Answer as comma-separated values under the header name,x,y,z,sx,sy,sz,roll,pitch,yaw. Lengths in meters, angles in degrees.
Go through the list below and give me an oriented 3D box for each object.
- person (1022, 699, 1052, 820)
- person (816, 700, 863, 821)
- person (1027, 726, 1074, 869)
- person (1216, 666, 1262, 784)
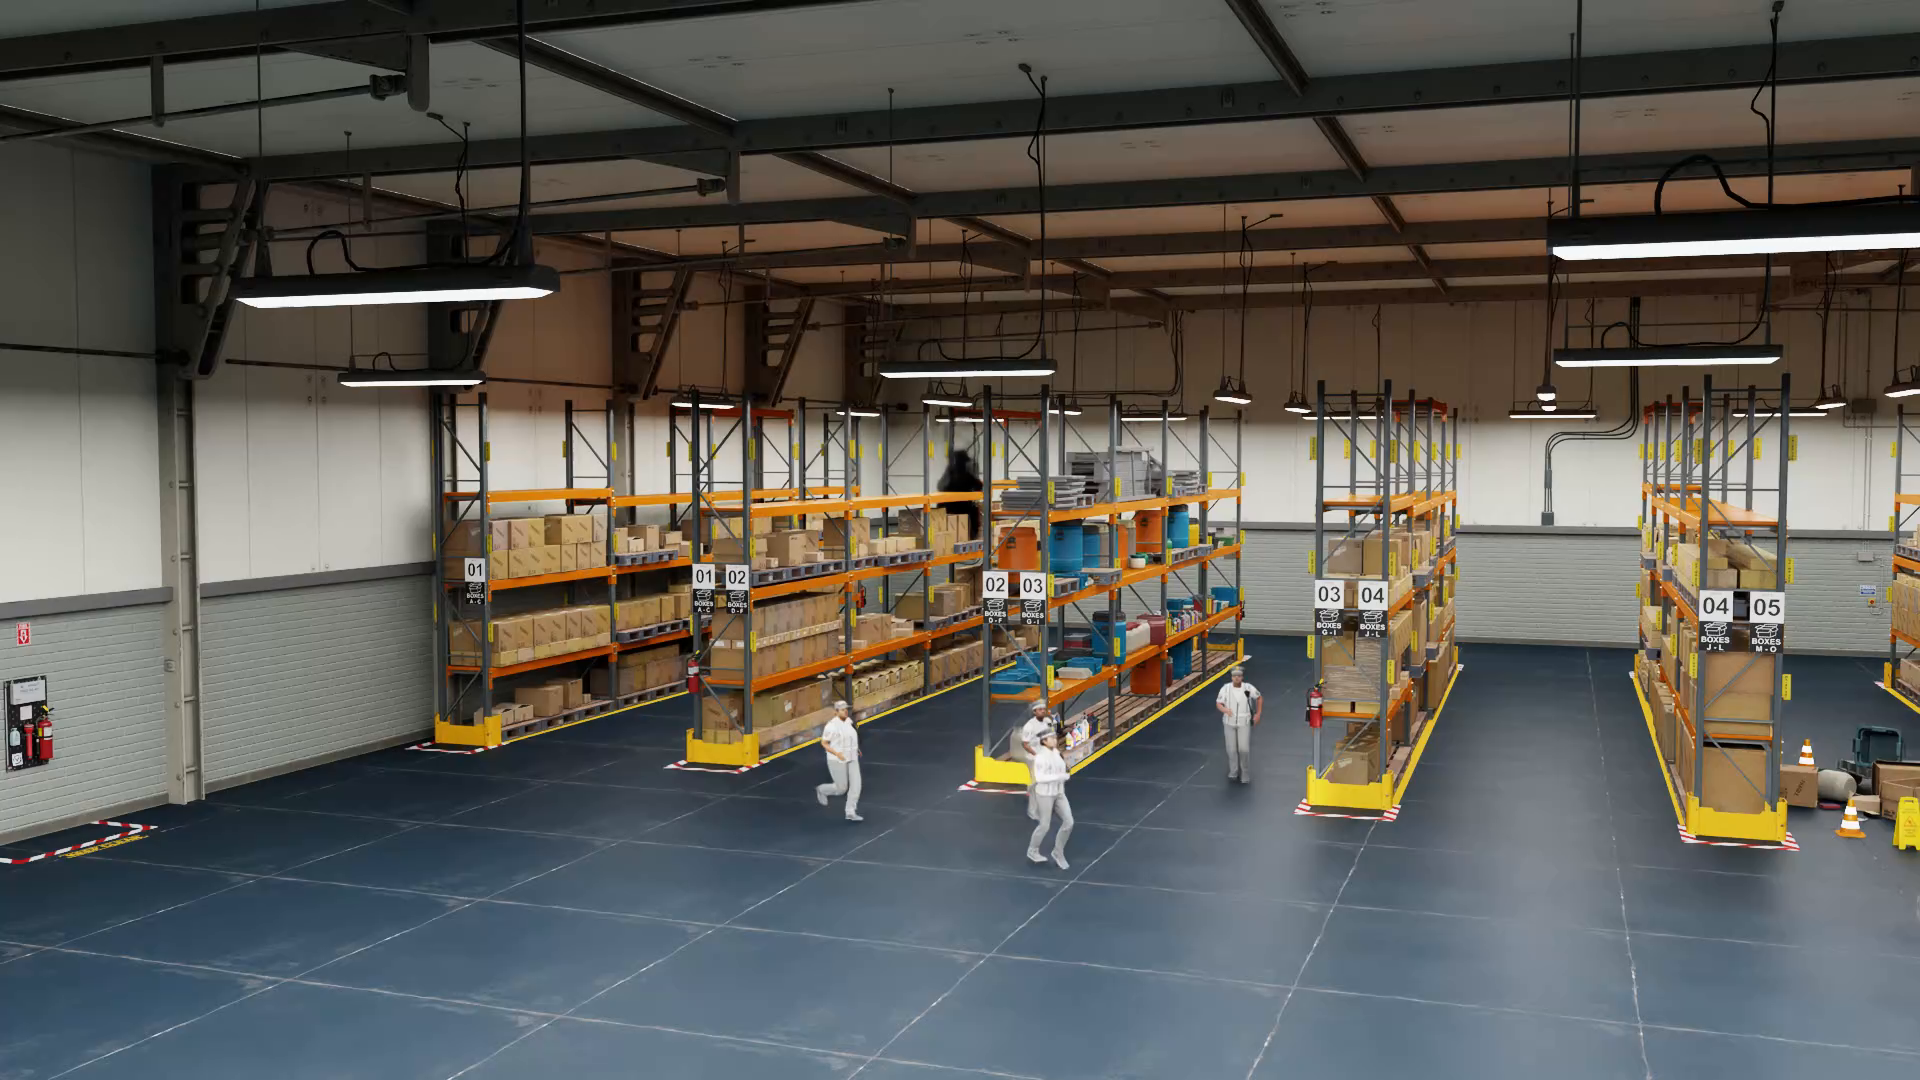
name,x,y,z,sx,sy,sz,roll,pitch,yaw
person,1.095,2.979,22.637,0.599,1.667,0.625,-2,4,-33
person,-1.599,2.993,22.640,0.769,1.624,0.597,3,4,44
person,1.105,3.094,19.984,0.684,1.734,0.592,3,4,44
person,4.208,2.799,25.120,0.679,1.818,0.719,1,3,13
